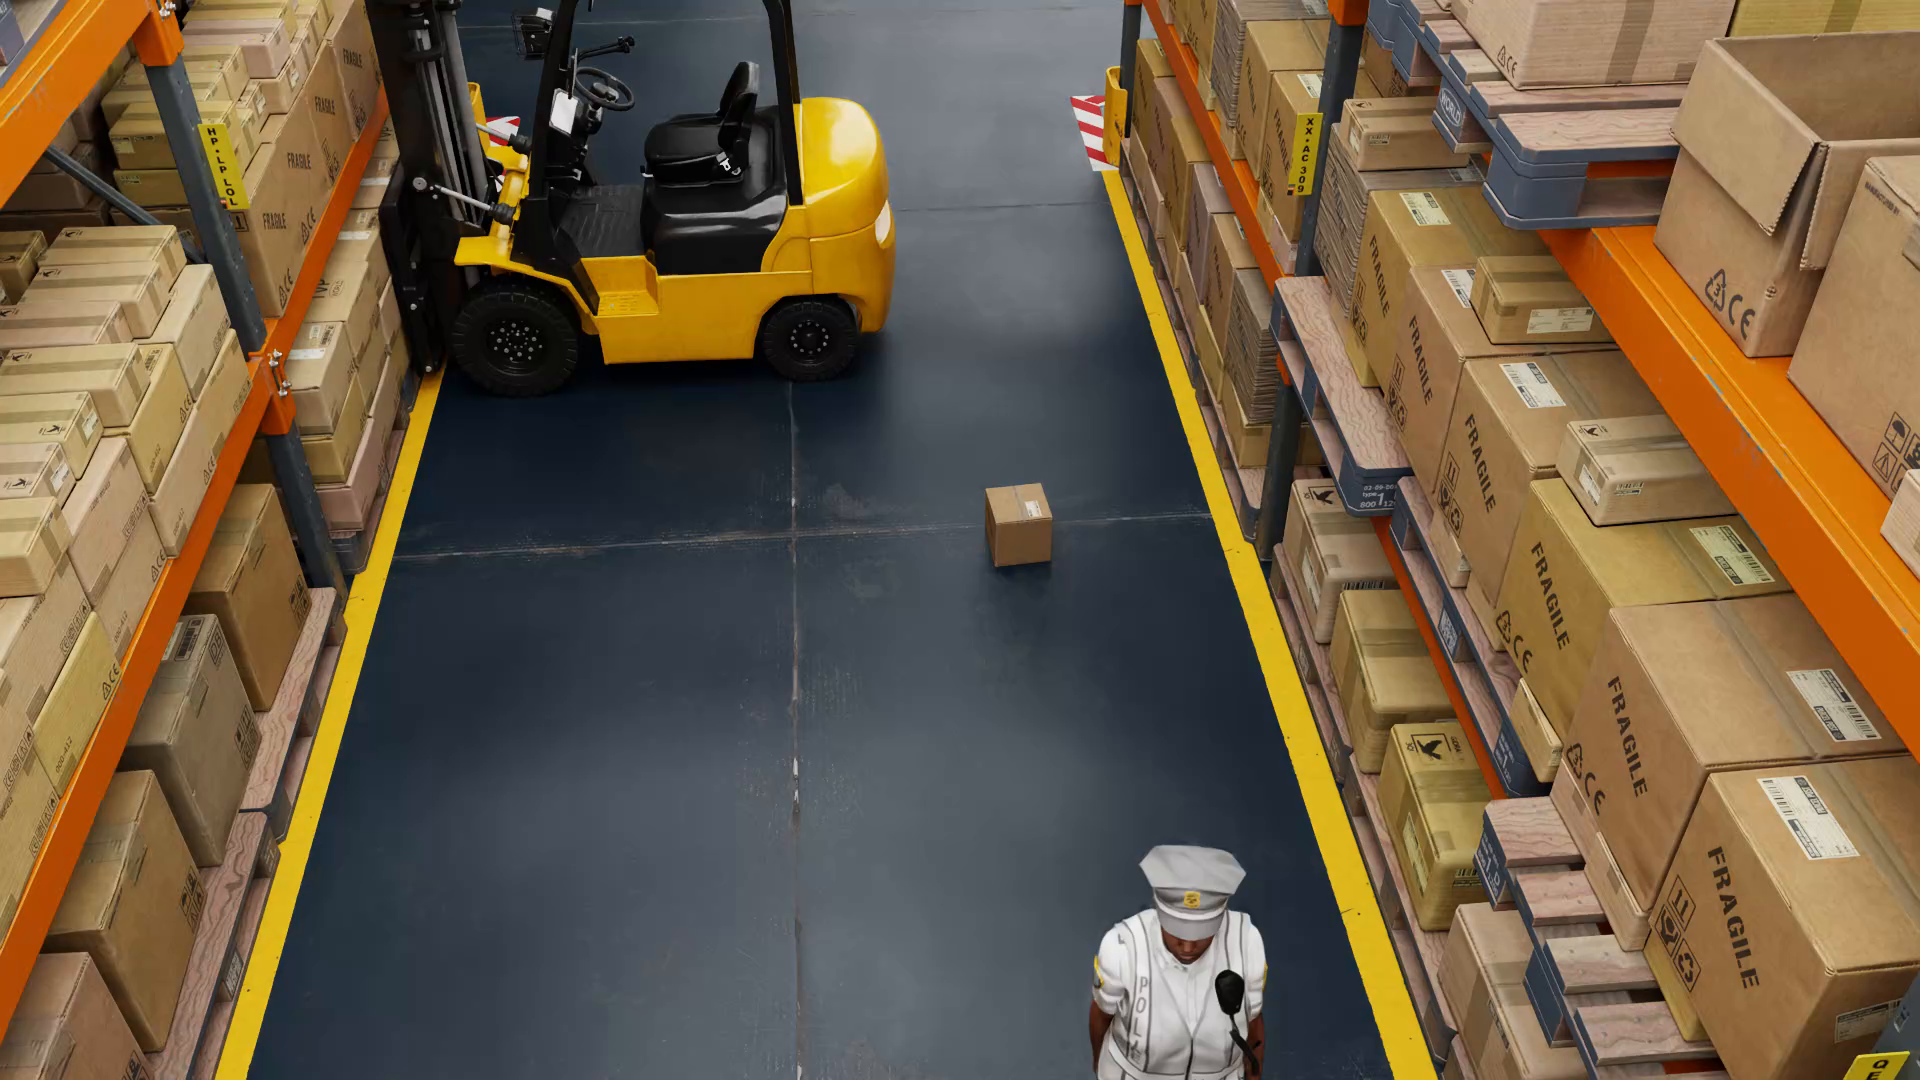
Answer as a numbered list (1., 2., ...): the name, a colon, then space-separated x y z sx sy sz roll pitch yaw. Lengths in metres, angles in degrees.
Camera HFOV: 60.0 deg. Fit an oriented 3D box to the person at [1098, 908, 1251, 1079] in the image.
1. person: 0.553 1.440 4.500 0.406 1.342 0.545 -4 39 -4
